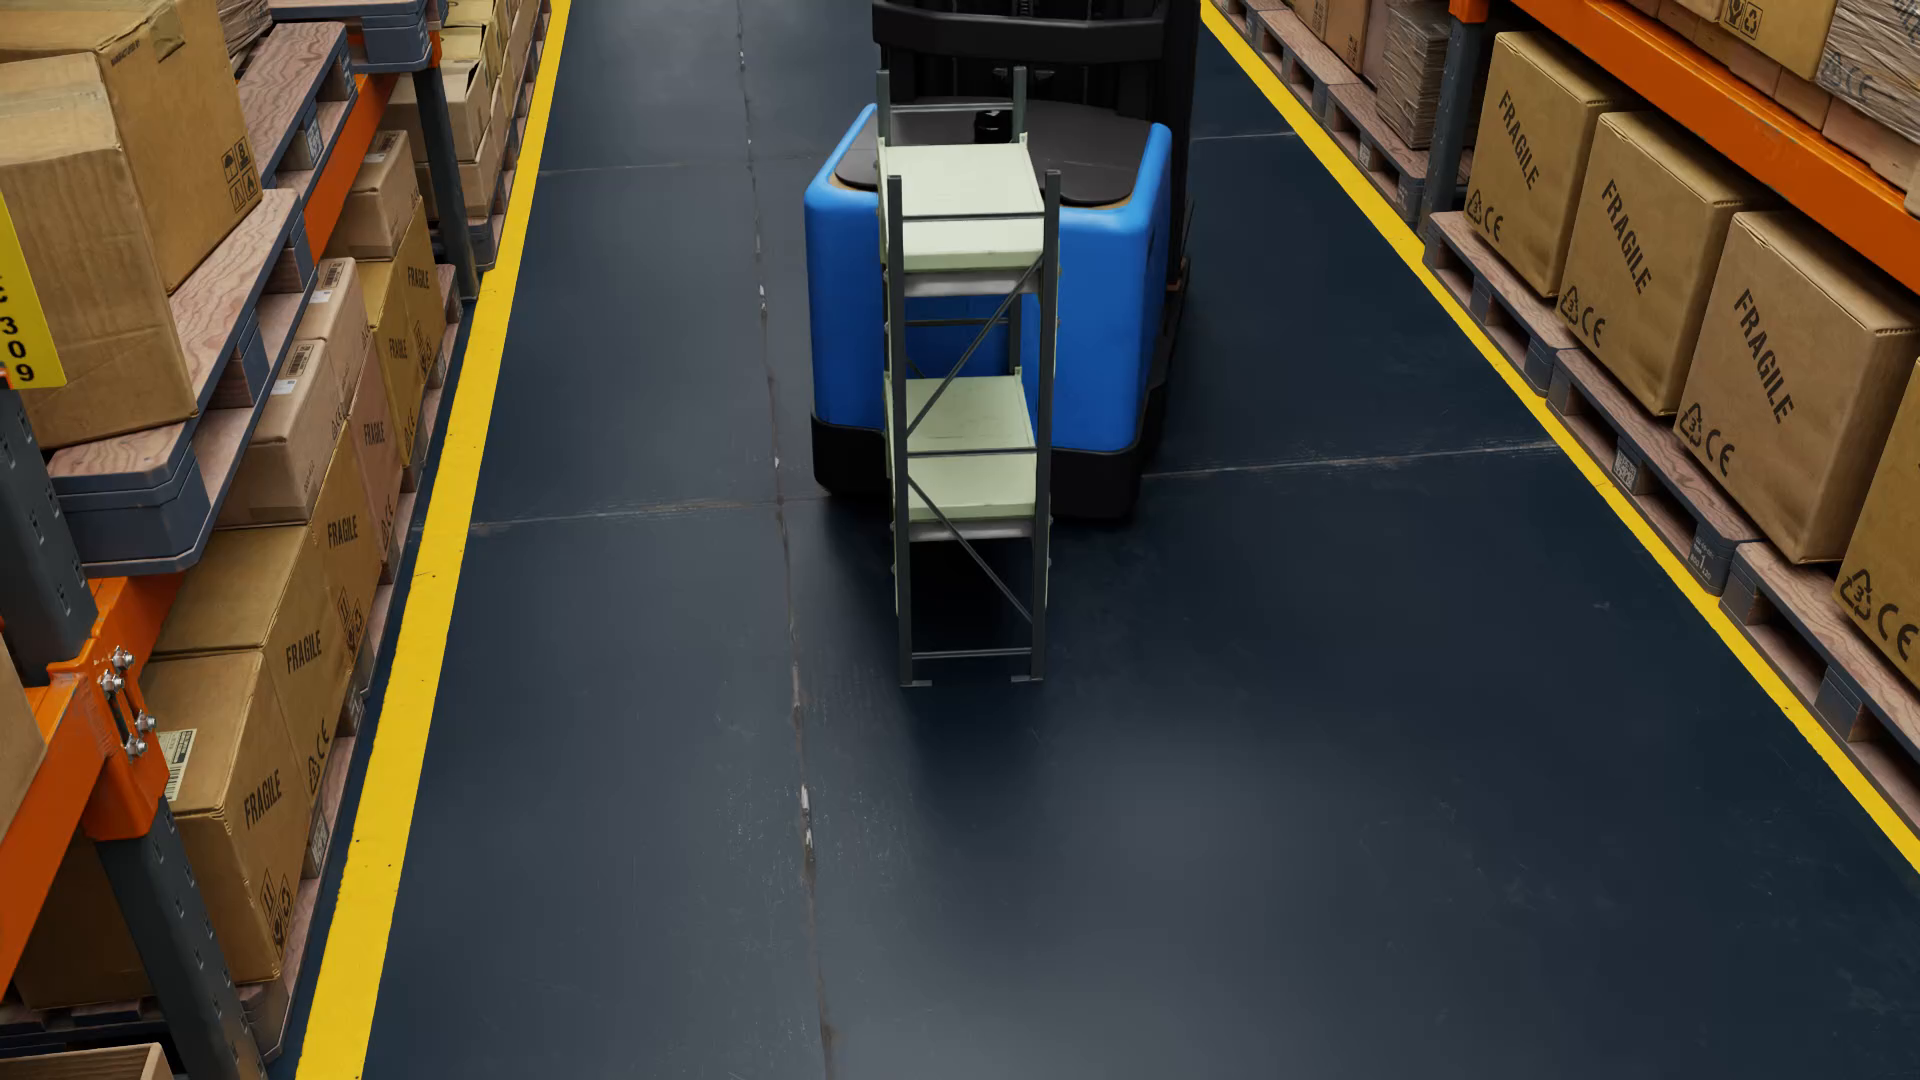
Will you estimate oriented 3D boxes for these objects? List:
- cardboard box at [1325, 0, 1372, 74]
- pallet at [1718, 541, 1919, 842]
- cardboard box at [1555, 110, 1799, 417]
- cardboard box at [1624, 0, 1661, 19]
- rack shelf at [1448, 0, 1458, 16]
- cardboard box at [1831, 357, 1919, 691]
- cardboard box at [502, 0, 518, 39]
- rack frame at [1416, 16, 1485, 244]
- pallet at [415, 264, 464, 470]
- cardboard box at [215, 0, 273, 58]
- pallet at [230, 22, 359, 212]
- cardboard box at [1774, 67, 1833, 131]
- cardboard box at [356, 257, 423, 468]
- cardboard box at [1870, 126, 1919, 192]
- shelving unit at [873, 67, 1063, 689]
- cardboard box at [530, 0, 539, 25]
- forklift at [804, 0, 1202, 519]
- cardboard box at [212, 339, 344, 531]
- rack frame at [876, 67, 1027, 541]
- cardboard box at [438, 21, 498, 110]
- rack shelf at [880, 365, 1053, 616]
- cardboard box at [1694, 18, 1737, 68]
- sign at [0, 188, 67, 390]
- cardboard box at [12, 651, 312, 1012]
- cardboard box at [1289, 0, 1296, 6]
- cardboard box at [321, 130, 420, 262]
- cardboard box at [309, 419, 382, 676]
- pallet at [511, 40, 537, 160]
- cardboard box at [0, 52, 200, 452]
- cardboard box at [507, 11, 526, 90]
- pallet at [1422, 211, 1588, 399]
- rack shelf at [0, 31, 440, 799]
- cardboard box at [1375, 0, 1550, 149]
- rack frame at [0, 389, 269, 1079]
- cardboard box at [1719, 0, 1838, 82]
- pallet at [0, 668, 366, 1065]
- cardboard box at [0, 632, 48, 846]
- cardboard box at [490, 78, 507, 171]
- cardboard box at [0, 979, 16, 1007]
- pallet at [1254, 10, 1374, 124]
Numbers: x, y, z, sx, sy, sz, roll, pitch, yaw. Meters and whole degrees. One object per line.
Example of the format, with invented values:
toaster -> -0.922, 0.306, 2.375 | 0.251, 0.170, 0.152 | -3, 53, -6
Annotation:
cardboard box -> 2.277, -2.682, 8.351 | 0.700, 0.500, 0.500 | -5, 35, -7
pallet -> 2.834, 0.395, 4.482 | 1.003, 0.211, 1.213 | -4, 35, -6
cardboard box -> 2.555, -0.940, 5.501 | 0.750, 0.750, 0.750 | -5, 35, -7
cardboard box -> 2.422, -1.840, 5.492 | 0.380, 0.149, 0.250 | -5, 35, -7
rack shelf -> 2.205, -3.383, 8.189 | 1.077, 0.370, 4.000 | -4, 35, -6
cardboard box -> 2.796, 0.030, 4.079 | 0.750, 0.750, 0.750 | -4, 34, -6
cardboard box -> -2.428, -2.635, 8.023 | 0.500, 0.311, 0.500 | -5, 35, -7
rack frame -> 2.474, -2.564, 6.349 | 1.000, 3.000, 0.127 | -4, 35, -6
pallet -> -2.371, -0.615, 5.965 | 1.003, 0.211, 1.213 | -4, 35, -6
cardboard box -> -2.304, -1.534, 4.376 | 0.700, 0.500, 0.500 | 2, 34, 3
pallet -> -2.168, -1.023, 4.258 | 1.003, 0.211, 1.213 | -4, 35, -6
cardboard box -> 2.534, -1.265, 4.648 | 0.380, 0.149, 0.250 | -3, 34, -5
cardboard box -> -2.006, -0.543, 5.212 | 0.500, 0.500, 0.500 | -6, 35, -8
cardboard box -> 2.578, -0.975, 4.222 | 0.380, 0.149, 0.250 | -4, 35, -6
shelving unit -> 0.005, -0.425, 4.542 | 0.431, 1.500, 0.755 | -2, 34, -4
cardboard box -> -2.563, -2.964, 9.005 | 0.500, 0.250, 0.500 | -5, 35, -7
forklift -> 0.316, -2.099, 5.728 | 1.130, 2.935, 3.031 | 6, 35, 9
cardboard box -> -1.854, -0.260, 4.131 | 0.500, 0.250, 0.500 | -4, 35, -6
rack frame -> -0.022, -0.631, 4.844 | 0.400, 1.500, 0.023 | -2, 34, -4
cardboard box -> -2.292, -2.063, 7.184 | 0.500, 0.311, 0.500 | -5, 35, -8
rack shelf -> 0.005, -0.156, 4.726 | 0.431, 0.370, 0.720 | -2, 34, -4
cardboard box -> 2.490, -1.551, 5.068 | 0.380, 0.149, 0.250 | -4, 34, -6
sign -> -1.359, -0.358, 2.343 | 0.100, 0.325, 0.005 | -4, 35, -6
cardboard box -> -1.720, 0.608, 3.523 | 0.500, 0.500, 0.500 | -6, 35, -9
cardboard box -> 2.171, -3.251, 9.186 | 0.700, 0.500, 0.500 | -5, 35, -7
cardboard box -> -2.064, -1.110, 5.379 | 0.500, 0.250, 0.500 | -3, 34, -5
cardboard box -> -1.862, 0.032, 4.369 | 0.500, 0.500, 0.500 | -4, 34, -6
pallet -> -2.667, -2.176, 8.256 | 1.003, 0.211, 1.213 | -4, 35, -6
cardboard box -> -1.738, -0.451, 2.786 | 0.700, 0.500, 0.500 | -16, 37, -22
cardboard box -> -2.426, -2.395, 8.169 | 0.500, 0.250, 0.500 | -4, 34, -5
pallet -> 2.506, -0.966, 6.480 | 1.003, 0.211, 1.213 | -4, 35, -6
rack shelf -> -2.165, -0.774, 4.360 | 1.077, 0.370, 4.000 | -4, 35, -6
cardboard box -> 2.326, -2.111, 7.513 | 0.700, 0.500, 0.500 | -4, 34, -6
rack frame -> -1.893, 0.045, 2.520 | 0.949, 2.616, 0.053 | -4, 35, -6
cardboard box -> 2.491, -1.586, 4.543 | 0.500, 0.500, 0.500 | -3, 34, -5
pallet -> -2.043, 0.747, 3.967 | 1.003, 0.211, 1.213 | -4, 35, -6
cardboard box -> -1.575, 0.263, 2.111 | 0.500, 0.500, 0.500 | -4, 34, -6
cardboard box -> -2.282, -1.819, 7.324 | 0.500, 0.250, 0.500 | -5, 35, -8
cardboard box -> -2.246, 0.643, 3.472 | 0.500, 0.500, 0.500 | -5, 35, -7
pallet -> 2.210, -2.527, 8.771 | 1.003, 0.211, 1.213 | -4, 35, -6
